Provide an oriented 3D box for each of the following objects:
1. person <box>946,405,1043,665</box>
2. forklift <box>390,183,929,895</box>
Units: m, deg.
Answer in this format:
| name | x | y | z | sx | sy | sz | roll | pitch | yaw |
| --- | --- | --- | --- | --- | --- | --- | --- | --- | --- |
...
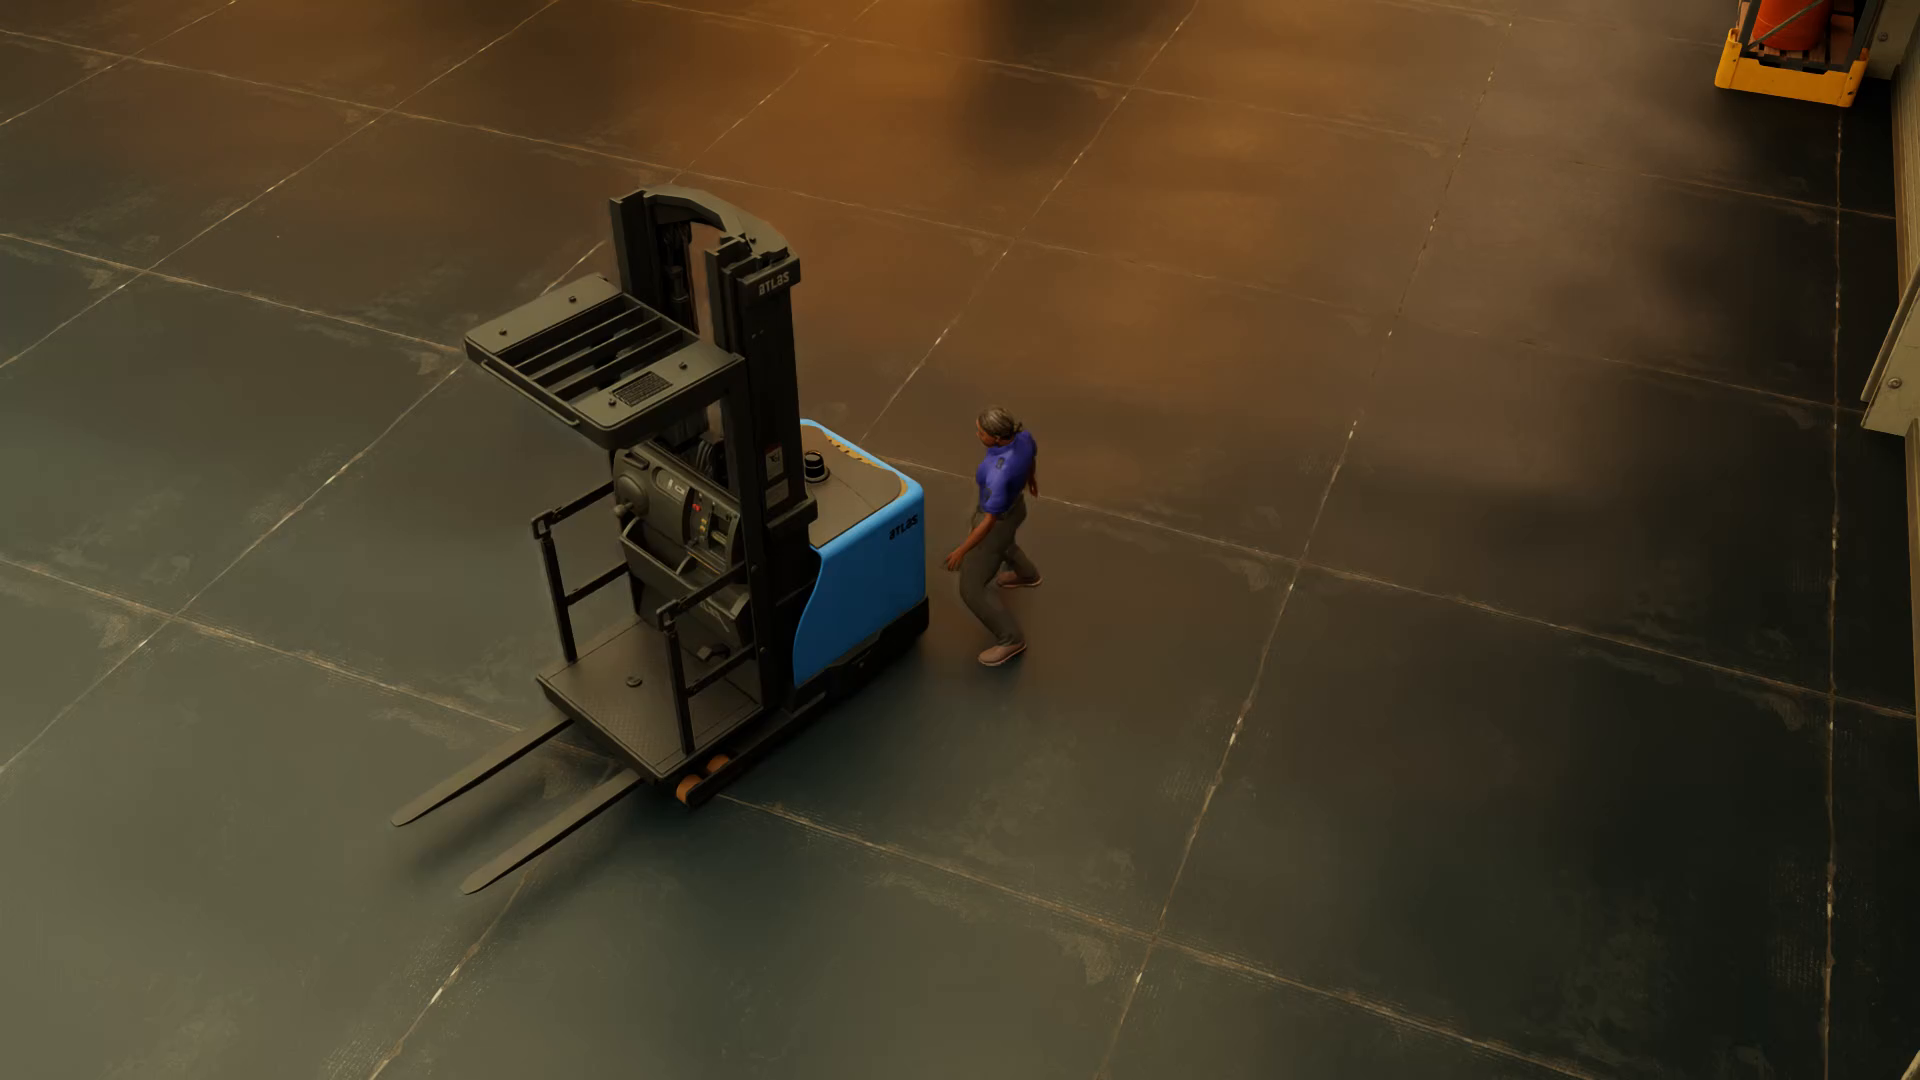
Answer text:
| name | x | y | z | sx | sy | sz | roll | pitch | yaw |
| --- | --- | --- | --- | --- | --- | --- | --- | --- | --- |
| person | 0.214 | -0.134 | 9.255 | 0.540 | 1.566 | 0.835 | 16 | 43 | 19 |
| forklift | -1.556 | -0.116 | 8.144 | 1.130 | 2.935 | 3.031 | 31 | 49 | 32 |
